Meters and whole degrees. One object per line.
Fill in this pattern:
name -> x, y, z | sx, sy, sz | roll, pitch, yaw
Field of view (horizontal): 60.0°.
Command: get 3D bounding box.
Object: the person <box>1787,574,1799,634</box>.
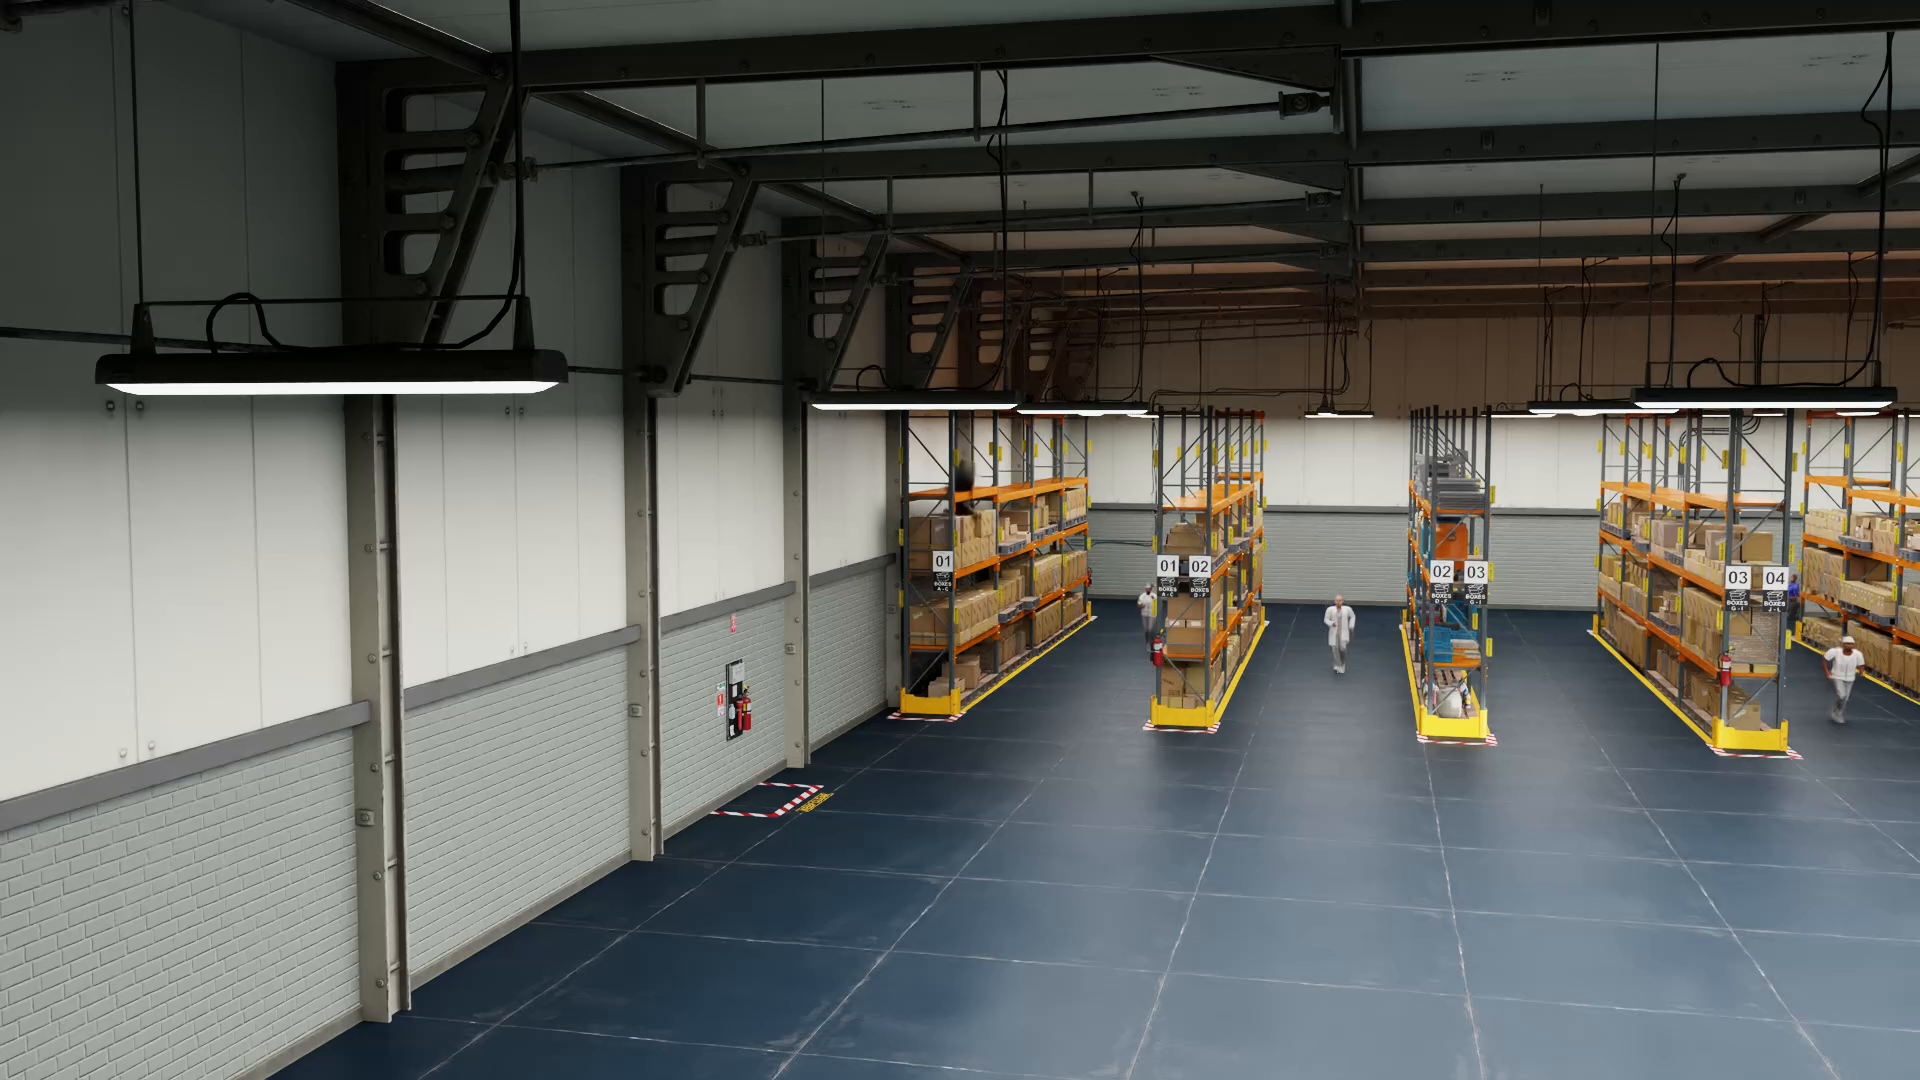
person -> 22.153, 1.746, 44.230 | 0.760, 1.689, 0.572 | -1, 4, -9

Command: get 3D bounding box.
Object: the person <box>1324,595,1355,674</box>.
person -> 8.588, 2.143, 37.652 | 0.685, 1.780, 0.846 | 1, 4, 14

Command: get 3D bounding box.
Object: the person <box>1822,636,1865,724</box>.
person -> 16.716, 2.632, 31.441 | 0.685, 1.692, 0.820 | 0, 4, 5

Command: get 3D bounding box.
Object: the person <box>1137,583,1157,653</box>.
person -> 4.690, 1.917, 41.300 | 0.545, 1.749, 0.848 | 1, 4, 20
